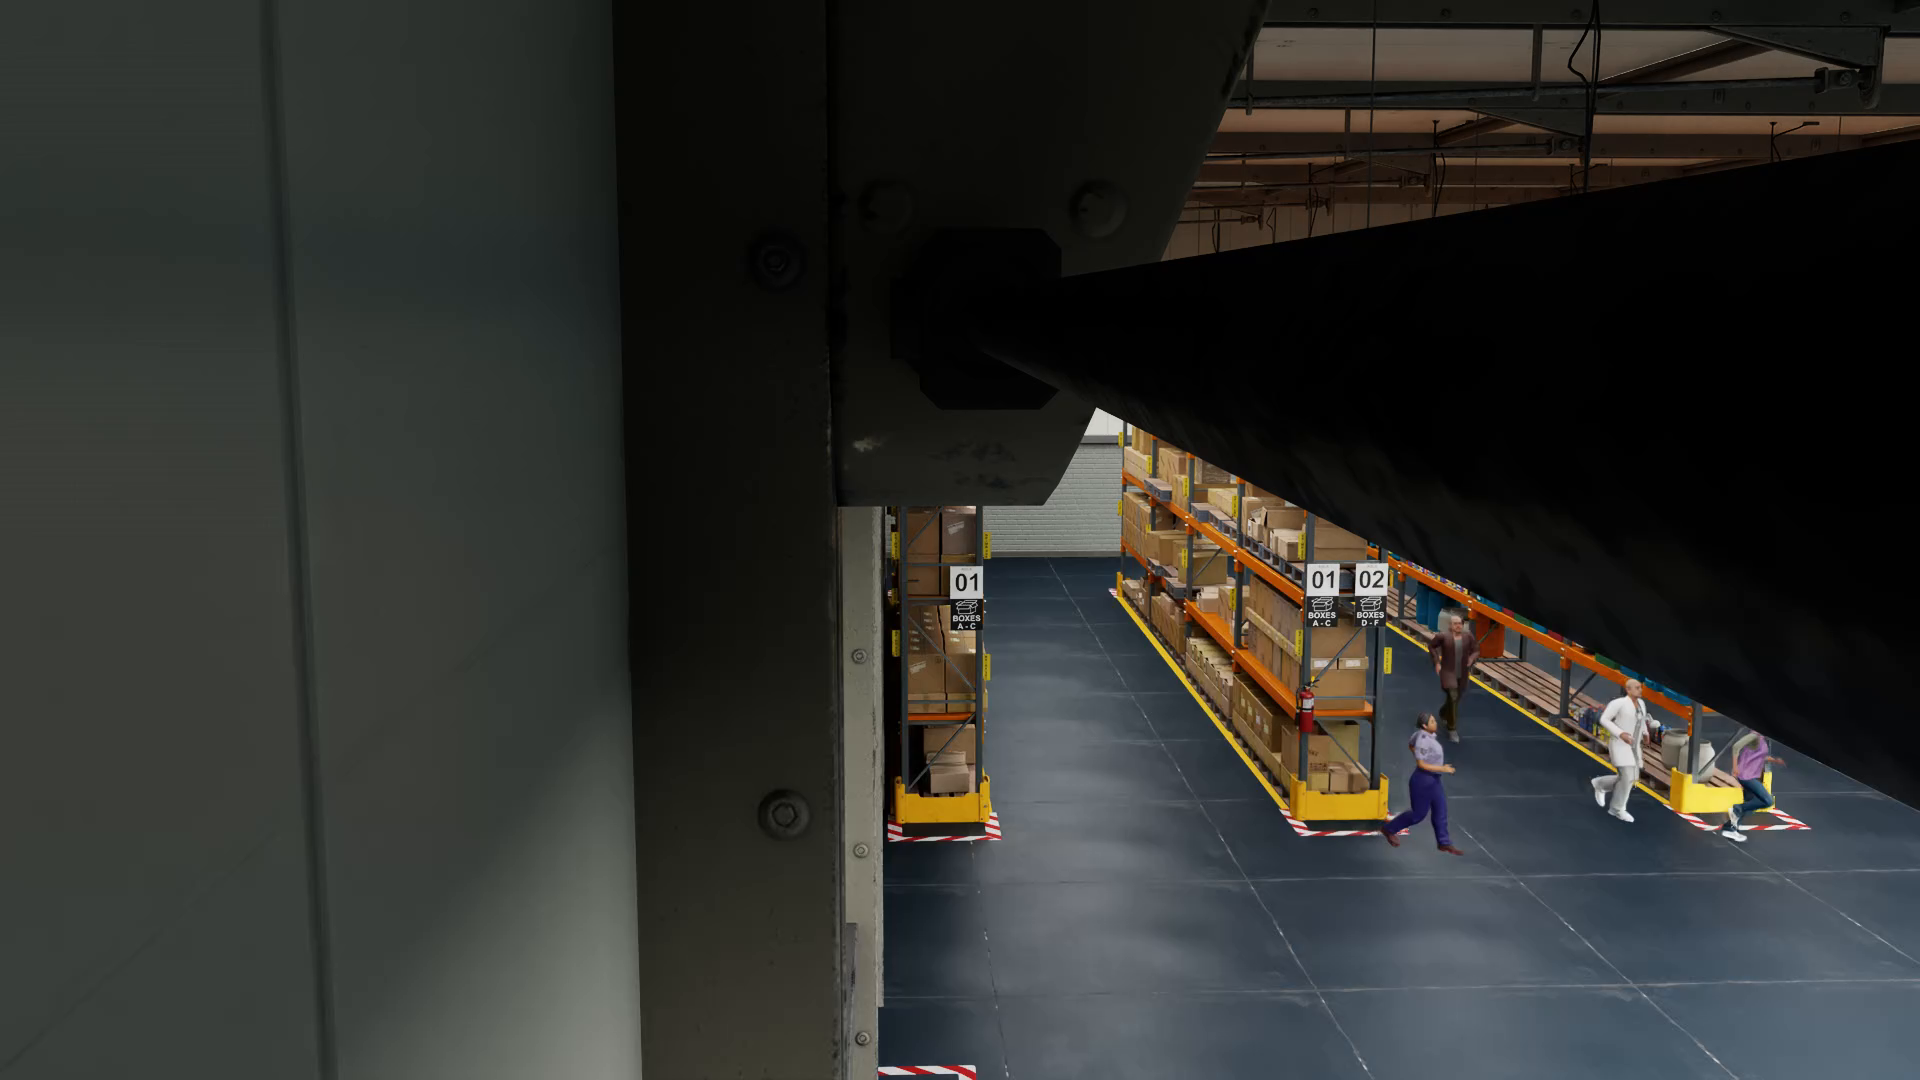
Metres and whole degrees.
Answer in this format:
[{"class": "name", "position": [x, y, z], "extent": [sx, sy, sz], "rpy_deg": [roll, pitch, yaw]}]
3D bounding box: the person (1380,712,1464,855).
[{"class": "person", "position": [5.286, 2.760, 18.938], "extent": [0.930, 1.635, 0.621], "rpy_deg": [3, 9, 23]}]

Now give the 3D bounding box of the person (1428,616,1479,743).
[{"class": "person", "position": [7.289, 2.009, 24.559], "extent": [0.695, 1.837, 0.893], "rpy_deg": [-1, 8, -7]}]

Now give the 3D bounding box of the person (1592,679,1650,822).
[{"class": "person", "position": [8.296, 2.588, 20.775], "extent": [0.749, 1.737, 0.655], "rpy_deg": [-4, 9, -26]}]

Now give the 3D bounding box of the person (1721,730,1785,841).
[{"class": "person", "position": [9.391, 2.815, 19.655], "extent": [0.624, 1.547, 0.570], "rpy_deg": [5, 10, 34]}]
